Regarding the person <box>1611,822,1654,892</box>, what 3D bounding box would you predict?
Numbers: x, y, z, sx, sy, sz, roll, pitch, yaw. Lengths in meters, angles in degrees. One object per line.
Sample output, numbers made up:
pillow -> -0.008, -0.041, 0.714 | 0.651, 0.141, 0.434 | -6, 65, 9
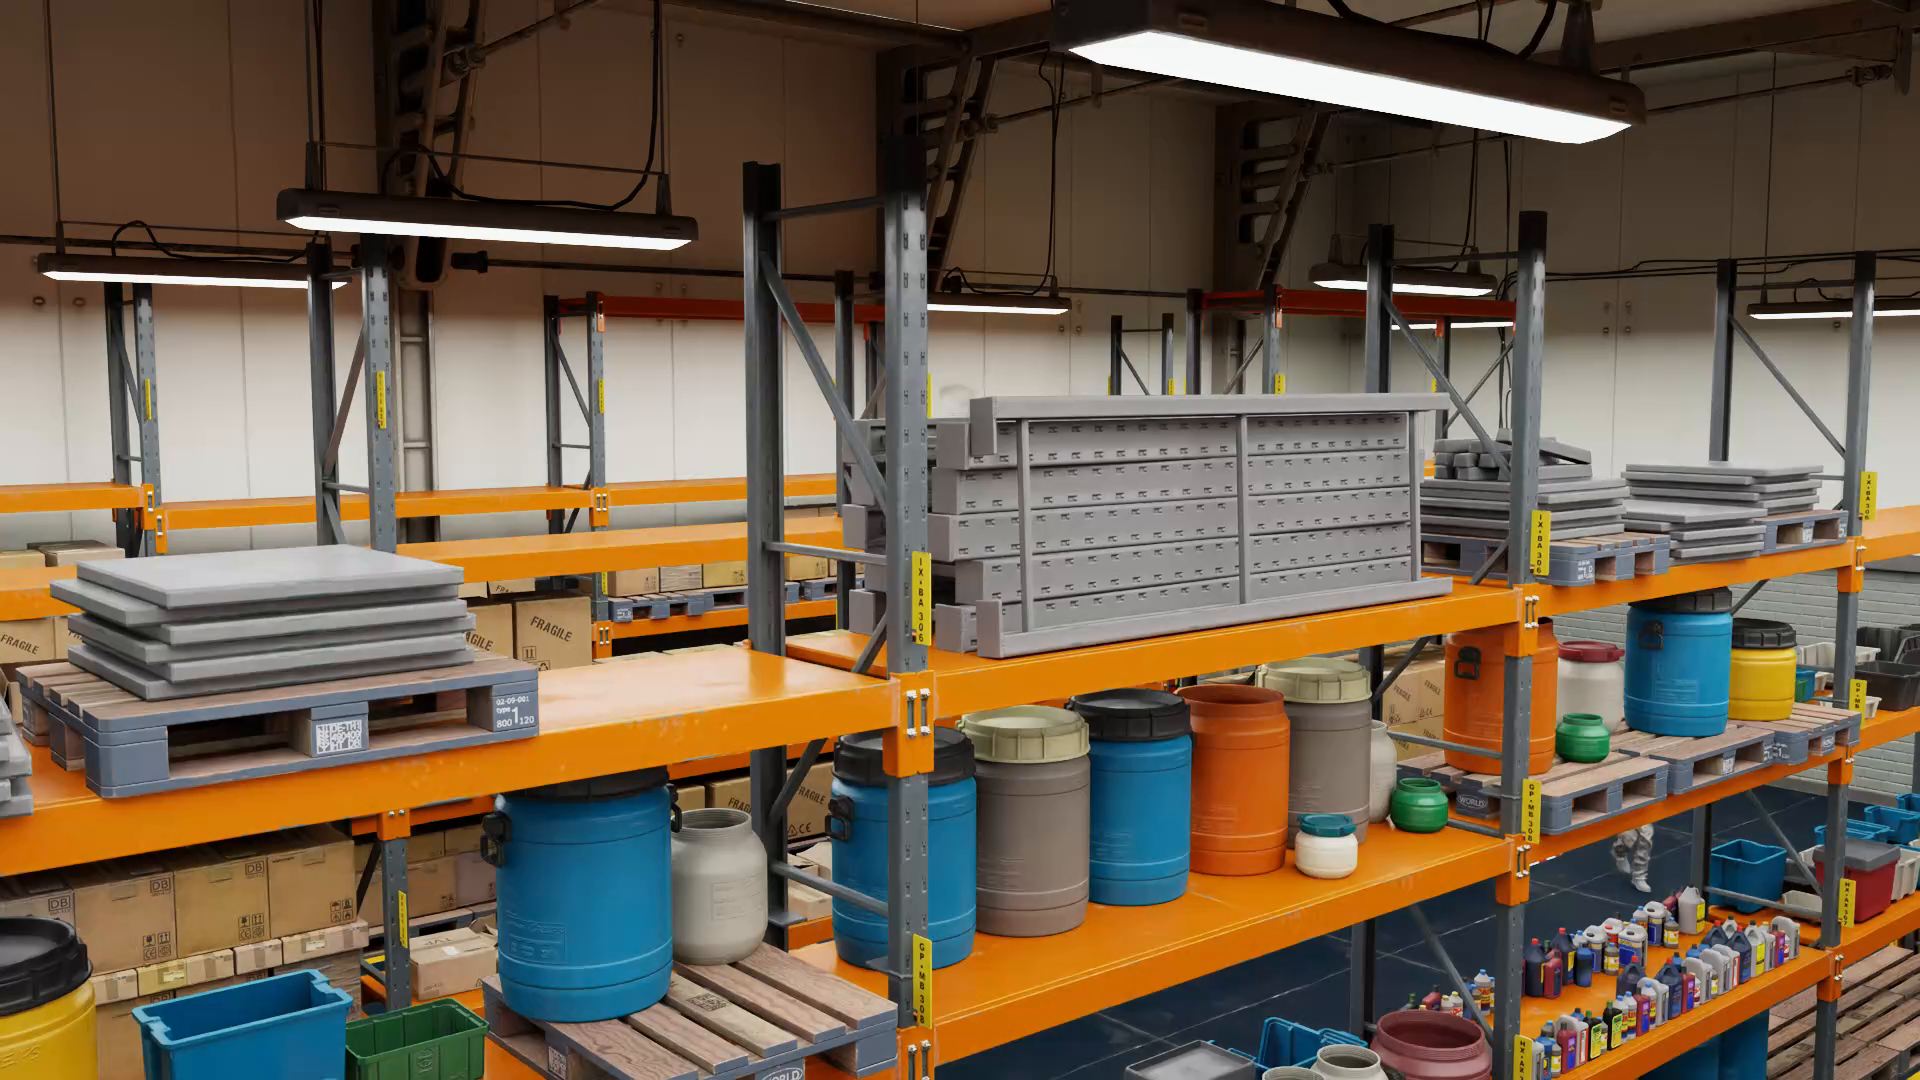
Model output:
person -> 6.806, 2.682, 16.985 | 0.742, 1.735, 0.583 | 0, 6, -4
